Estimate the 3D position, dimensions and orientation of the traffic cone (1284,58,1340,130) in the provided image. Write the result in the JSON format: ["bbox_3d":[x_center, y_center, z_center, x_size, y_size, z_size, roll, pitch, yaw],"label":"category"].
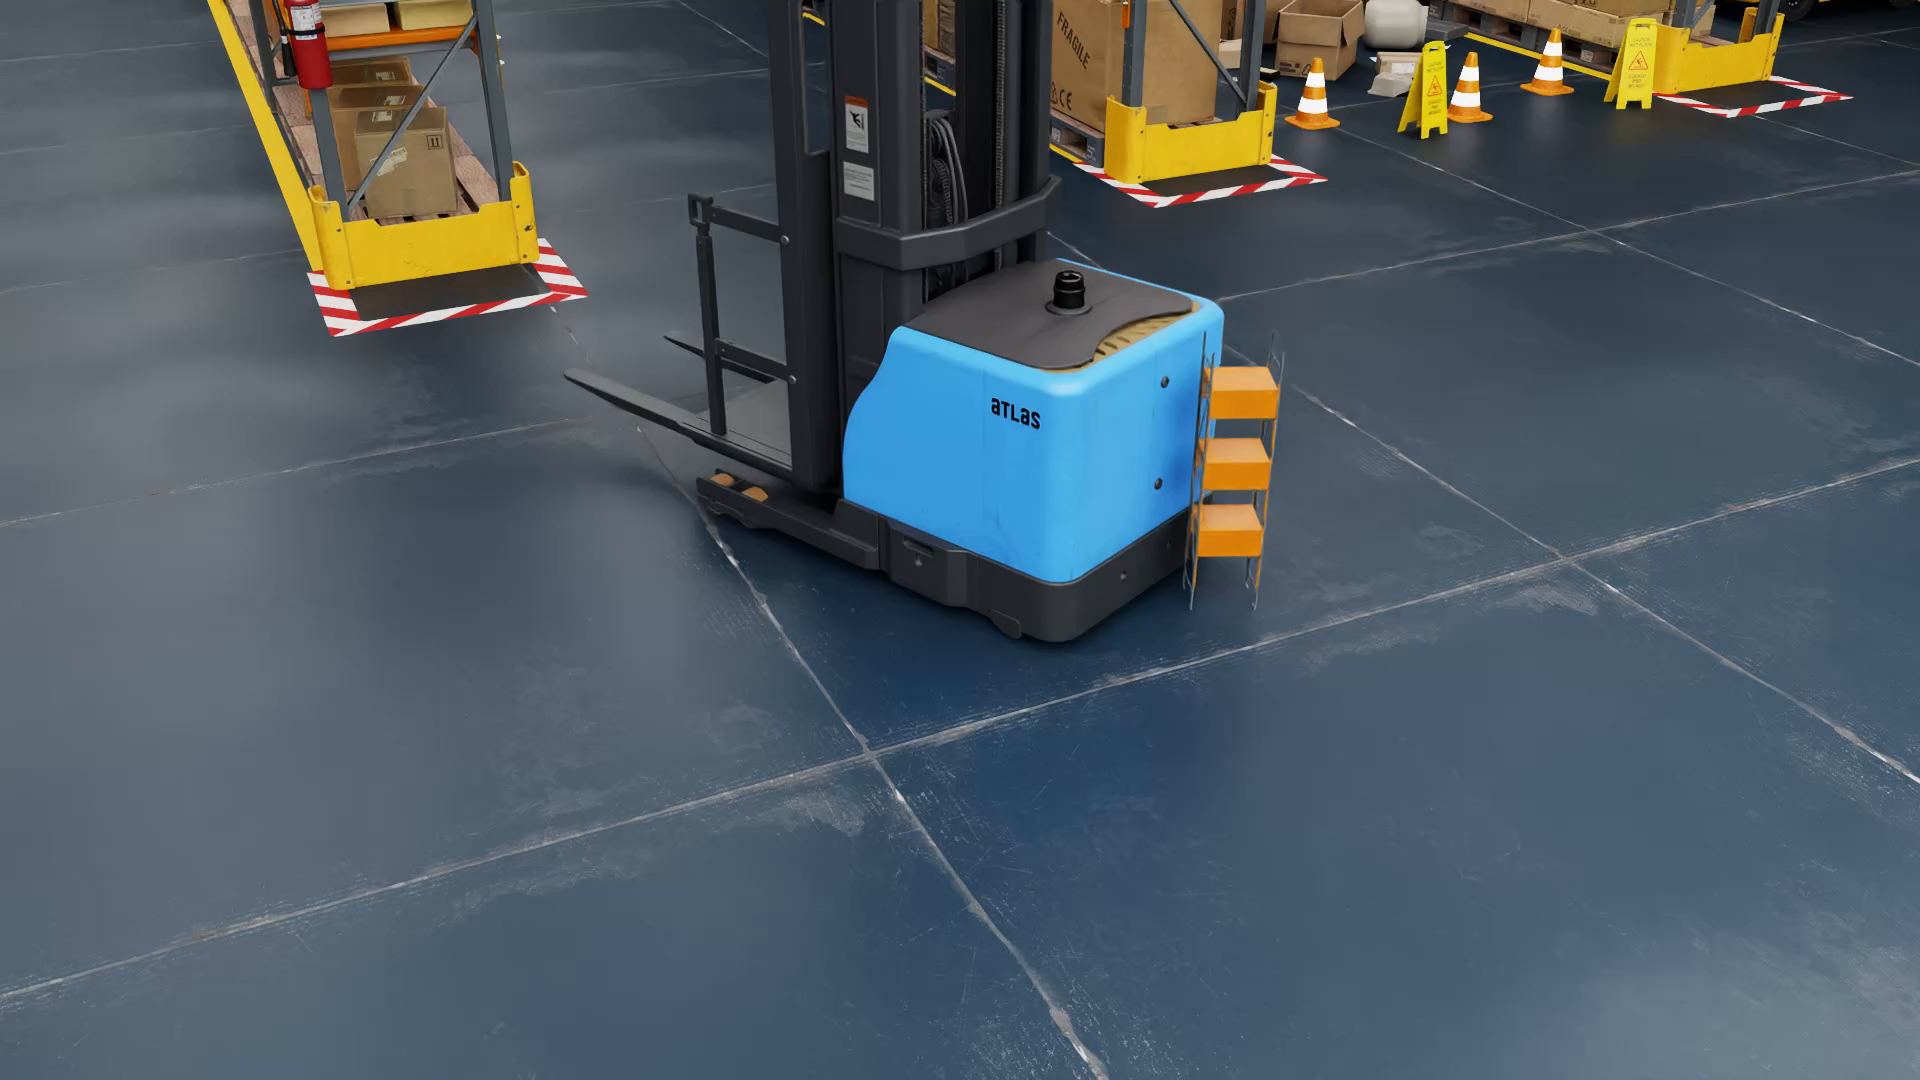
[{"bbox_3d":[2.587,-3.270,12.109,0.336,0.463,0.334,-13,32,-22],"label":"traffic cone"}]

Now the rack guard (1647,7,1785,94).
[{"bbox_3d":[5.927,-3.871,13.143,1.175,0.500,0.348,-13,32,-22],"label":"rack guard"}]

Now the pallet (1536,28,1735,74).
[{"bbox_3d":[5.610,-4.112,13.867,1.003,0.211,1.213,-13,32,-22],"label":"pallet"}]

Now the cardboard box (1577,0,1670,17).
[{"bbox_3d":[5.380,-4.538,13.392,0.500,0.500,0.500,-13,32,-22],"label":"cardboard box"}]

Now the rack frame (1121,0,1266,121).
[{"bbox_3d":[1.532,-3.844,10.539,1.000,3.000,0.127,-13,32,-22],"label":"rack frame"}]

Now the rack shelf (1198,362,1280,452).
[{"bbox_3d":[0.996,-0.478,5.968,0.240,0.259,0.215,-1,29,-2],"label":"rack shelf"}]

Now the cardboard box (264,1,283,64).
[{"bbox_3d":[-4.952,-3.992,12.908,0.700,0.500,0.500,-16,33,-26],"label":"cardboard box"}]

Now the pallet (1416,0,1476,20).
[{"bbox_3d":[4.562,-5.190,15.789,1.003,0.211,1.213,-13,32,-22],"label":"pallet"}]

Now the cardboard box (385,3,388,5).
[{"bbox_3d":[-3.208,-3.248,9.732,0.380,0.149,0.250,-13,32,-22],"label":"cardboard box"}]

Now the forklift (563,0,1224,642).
[{"bbox_3d":[-0.463,-1.502,6.431,3.031,2.935,1.130,22,36,34],"label":"forklift"}]

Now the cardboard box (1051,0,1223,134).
[{"bbox_3d":[1.181,-3.386,11.465,0.875,0.875,0.875,-13,32,-22],"label":"cardboard box"}]

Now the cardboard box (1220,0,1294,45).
[{"bbox_3d":[2.510,-4.554,14.218,0.797,0.637,0.503,-13,32,-22],"label":"cardboard box"}]

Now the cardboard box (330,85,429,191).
[{"bbox_3d":[-3.532,-2.476,10.226,0.500,0.500,0.500,-5,30,-9],"label":"cardboard box"}]

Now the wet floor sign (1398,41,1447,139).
[{"bbox_3d":[3.333,-3.220,11.833,0.267,0.644,0.232,-19,35,-30],"label":"wet floor sign"}]

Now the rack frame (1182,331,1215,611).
[{"bbox_3d":[0.871,-0.239,6.098,0.008,1.050,0.200,-1,29,-2],"label":"rack frame"}]

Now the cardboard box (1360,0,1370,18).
[{"bbox_3d":[3.473,-4.847,14.880,0.500,0.500,0.500,7,30,13],"label":"cardboard box"}]

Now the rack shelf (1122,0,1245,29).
[{"bbox_3d":[0.673,-4.414,12.290,1.077,0.370,4.000,-13,32,-22],"label":"rack shelf"}]

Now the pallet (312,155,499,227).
[{"bbox_3d":[-3.340,-2.031,10.156,1.003,0.211,1.213,-13,32,-22],"label":"pallet"}]

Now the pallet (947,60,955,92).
[{"bbox_3d":[0.598,-3.503,12.781,1.003,0.211,1.213,-13,32,-22],"label":"pallet"}]

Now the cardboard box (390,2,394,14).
[{"bbox_3d":[-2.988,-3.028,9.340,0.380,0.149,0.250,-13,32,-22],"label":"cardboard box"}]

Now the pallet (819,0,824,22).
[{"bbox_3d":[-0.584,-4.720,14.951,1.003,0.211,1.213,-13,32,-22],"label":"pallet"}]

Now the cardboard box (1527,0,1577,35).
[{"bbox_3d":[5.154,-4.443,13.989,0.500,0.250,0.500,-13,32,-22],"label":"cardboard box"}]

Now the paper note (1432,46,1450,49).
[{"bbox_3d":[4.114,-4.239,14.278,0.148,0.019,0.142,26,38,38],"label":"paper note"}]

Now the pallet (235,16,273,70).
[{"bbox_3d":[-5.571,-4.281,14.169,1.003,0.211,1.213,-13,32,-22],"label":"pallet"}]

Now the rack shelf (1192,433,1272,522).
[{"bbox_3d":[0.993,-0.230,6.107,0.240,0.259,0.215,-1,29,-2],"label":"rack shelf"}]

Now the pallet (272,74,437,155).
[{"bbox_3d":[-4.388,-3.109,12.078,1.003,0.211,1.213,-13,32,-22],"label":"pallet"}]

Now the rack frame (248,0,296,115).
[{"bbox_3d":[-4.708,-4.614,11.912,1.000,3.000,0.127,-13,32,-22],"label":"rack frame"}]

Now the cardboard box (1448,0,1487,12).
[{"bbox_3d":[4.721,-4.894,14.793,0.500,0.250,0.500,-14,32,-23],"label":"cardboard box"}]

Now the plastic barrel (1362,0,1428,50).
[{"bbox_3d":[3.705,-4.399,14.162,0.512,0.421,0.421,7,30,13],"label":"plastic barrel"}]

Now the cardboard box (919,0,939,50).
[{"bbox_3d":[0.022,-4.575,13.585,0.875,0.875,0.875,-13,32,-21],"label":"cardboard box"}]

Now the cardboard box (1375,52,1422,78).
[{"bbox_3d":[3.573,-3.839,13.445,0.380,0.149,0.250,2,29,4],"label":"cardboard box"}]

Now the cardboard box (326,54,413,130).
[{"bbox_3d":[-3.982,-3.013,11.183,0.500,0.500,0.500,-16,33,-26],"label":"cardboard box"}]

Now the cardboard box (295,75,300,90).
[{"bbox_3d":[-4.573,-3.522,12.091,0.500,0.500,0.500,-14,32,-23],"label":"cardboard box"}]

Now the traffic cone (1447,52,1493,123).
[{"bbox_3d":[3.753,-3.357,12.264,0.336,0.463,0.334,-13,32,-22],"label":"traffic cone"}]

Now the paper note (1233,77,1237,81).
[{"bbox_3d":[2.205,-3.694,13.327,0.032,0.001,0.123,2,29,4],"label":"paper note"}]

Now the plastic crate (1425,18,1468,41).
[{"bbox_3d":[4.176,-4.556,14.793,0.583,0.080,0.402,26,38,38],"label":"plastic crate"}]

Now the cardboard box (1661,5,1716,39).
[{"bbox_3d":[5.863,-4.326,13.781,0.500,0.250,0.500,-13,32,-22],"label":"cardboard box"}]

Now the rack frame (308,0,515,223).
[{"bbox_3d":[-2.991,-2.847,8.761,1.000,3.000,0.127,-13,32,-22],"label":"rack frame"}]

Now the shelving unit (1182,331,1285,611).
[{"bbox_3d":[0.993,-0.240,6.102,0.252,1.050,0.215,-1,29,-2],"label":"shelving unit"}]
